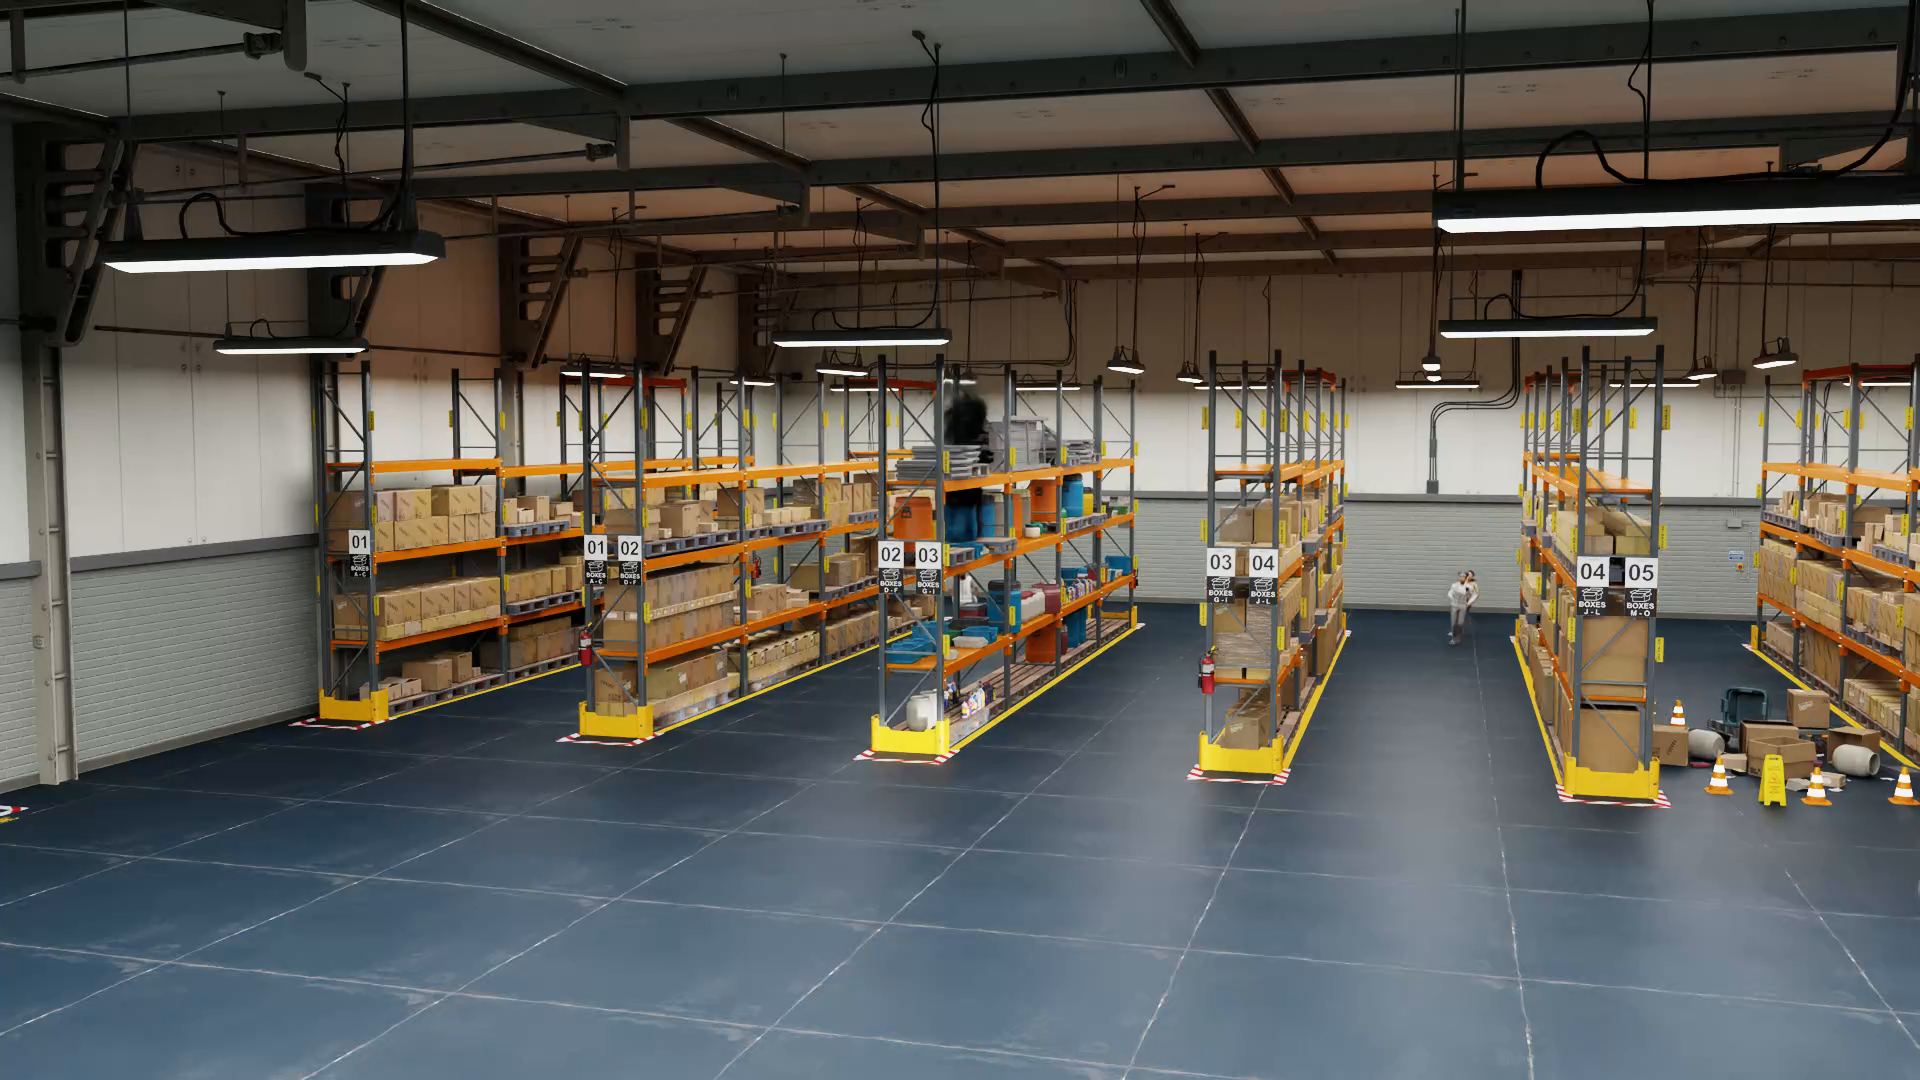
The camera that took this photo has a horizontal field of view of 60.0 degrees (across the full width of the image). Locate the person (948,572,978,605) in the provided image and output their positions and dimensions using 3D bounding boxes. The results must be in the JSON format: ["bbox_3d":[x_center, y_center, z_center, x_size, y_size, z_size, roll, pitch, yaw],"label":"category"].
[{"bbox_3d":[0.063,1.422,37.998,0.681,1.729,0.632,1,4,7],"label":"person"}]

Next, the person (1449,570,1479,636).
[{"bbox_3d":[11.640,1.466,38.461,0.749,1.571,0.585,3,5,38],"label":"person"}]

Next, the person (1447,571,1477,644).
[{"bbox_3d":[11.194,1.520,37.171,0.623,1.661,0.619,2,5,29],"label":"person"}]
